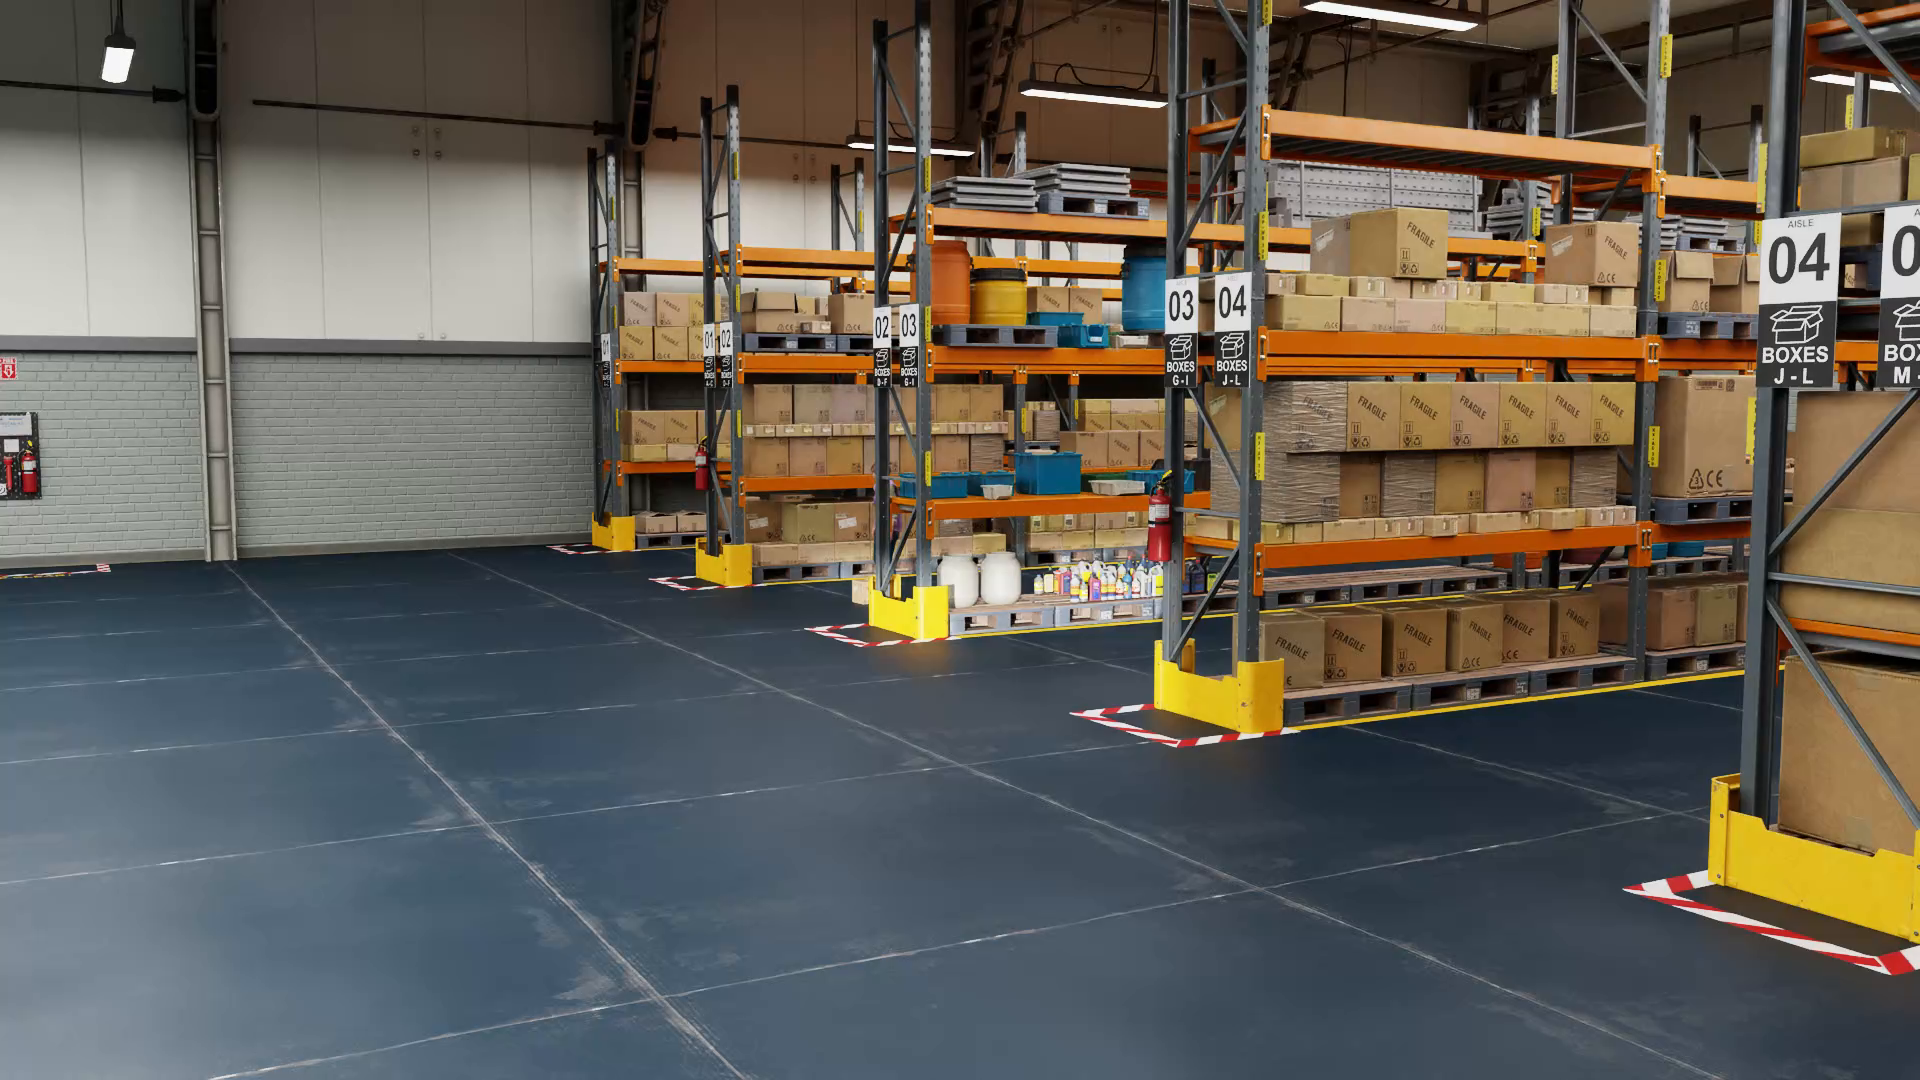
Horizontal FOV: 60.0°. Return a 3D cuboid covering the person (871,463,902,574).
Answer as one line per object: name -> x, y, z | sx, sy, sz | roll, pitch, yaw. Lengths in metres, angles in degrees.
person -> -0.841, -0.101, 18.750 | 0.343, 1.593, 0.460 | -3, 6, -28
